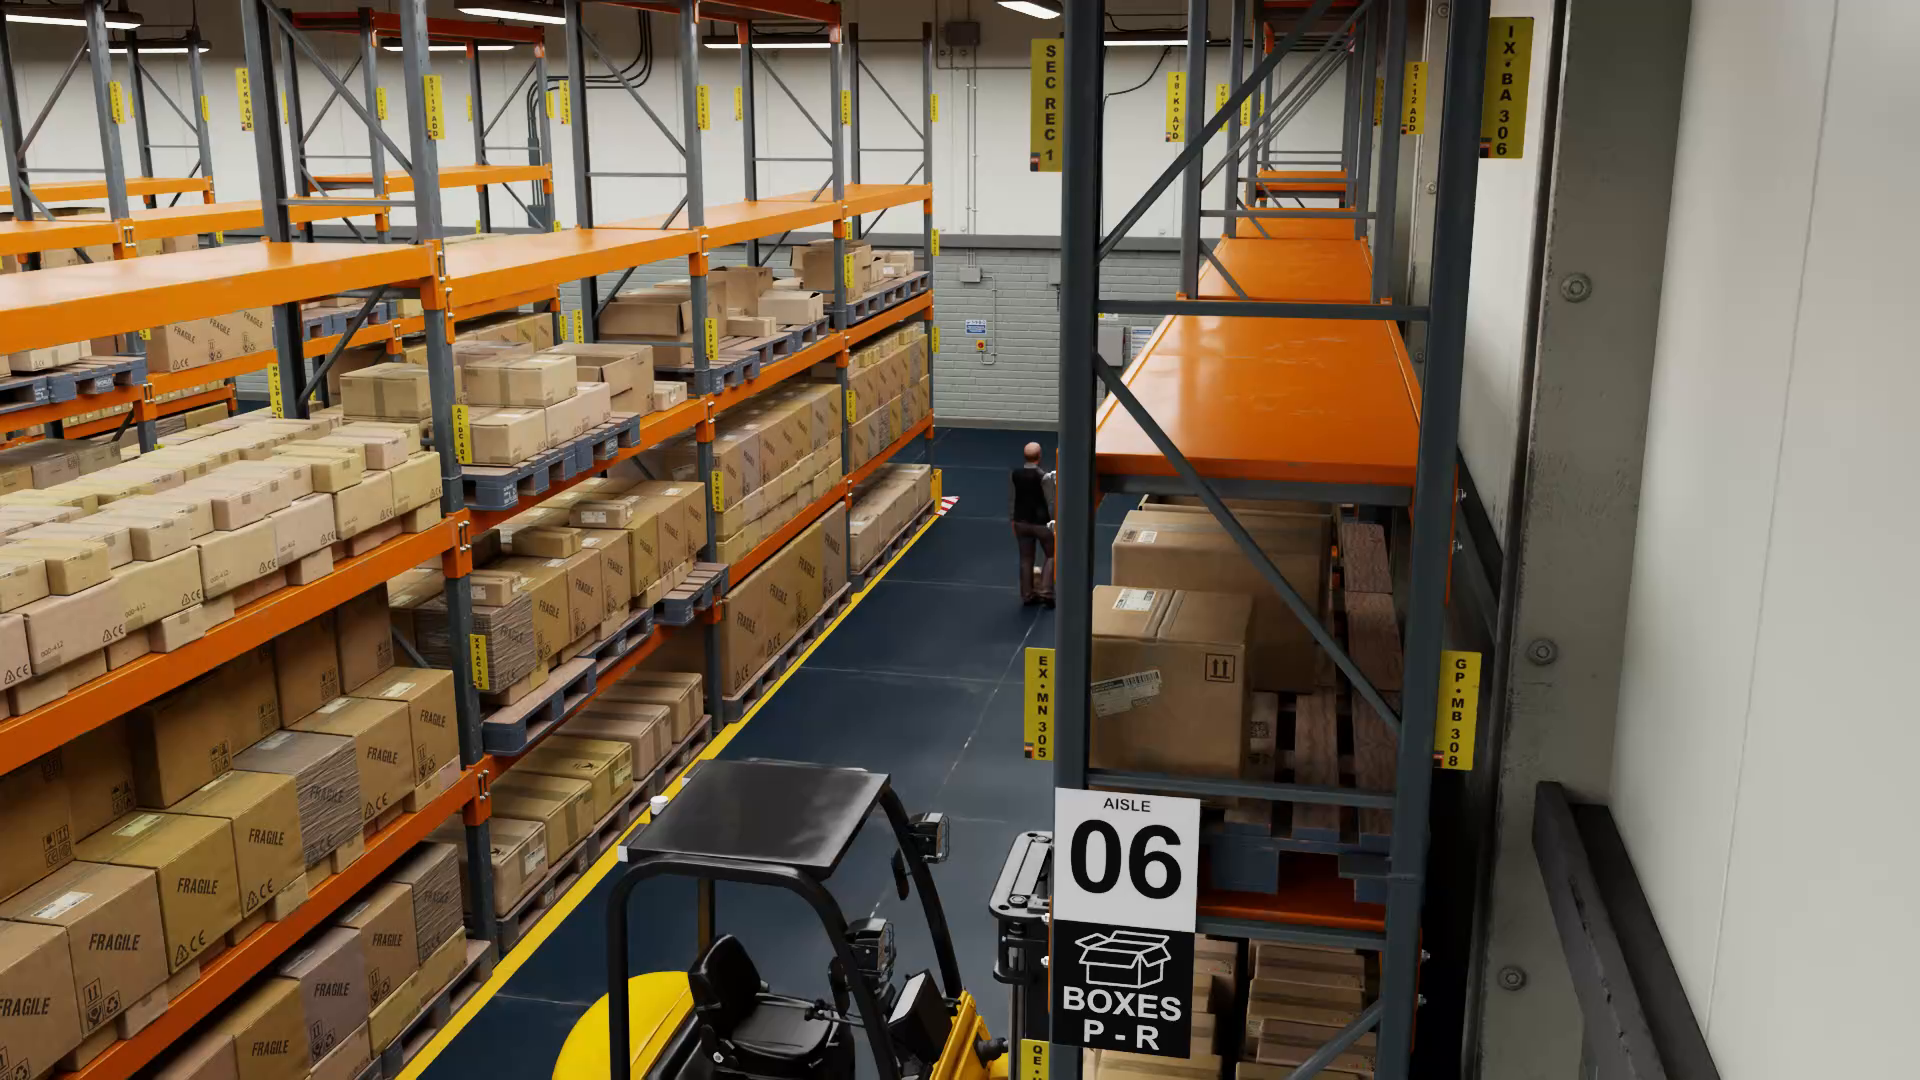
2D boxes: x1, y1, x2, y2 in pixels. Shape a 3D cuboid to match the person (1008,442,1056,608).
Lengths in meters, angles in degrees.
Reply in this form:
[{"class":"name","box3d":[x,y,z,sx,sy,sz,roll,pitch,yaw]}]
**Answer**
[{"class":"person","box3d":[0.773,-0.152,17.096,0.545,1.750,0.394,8,17,28]}]
